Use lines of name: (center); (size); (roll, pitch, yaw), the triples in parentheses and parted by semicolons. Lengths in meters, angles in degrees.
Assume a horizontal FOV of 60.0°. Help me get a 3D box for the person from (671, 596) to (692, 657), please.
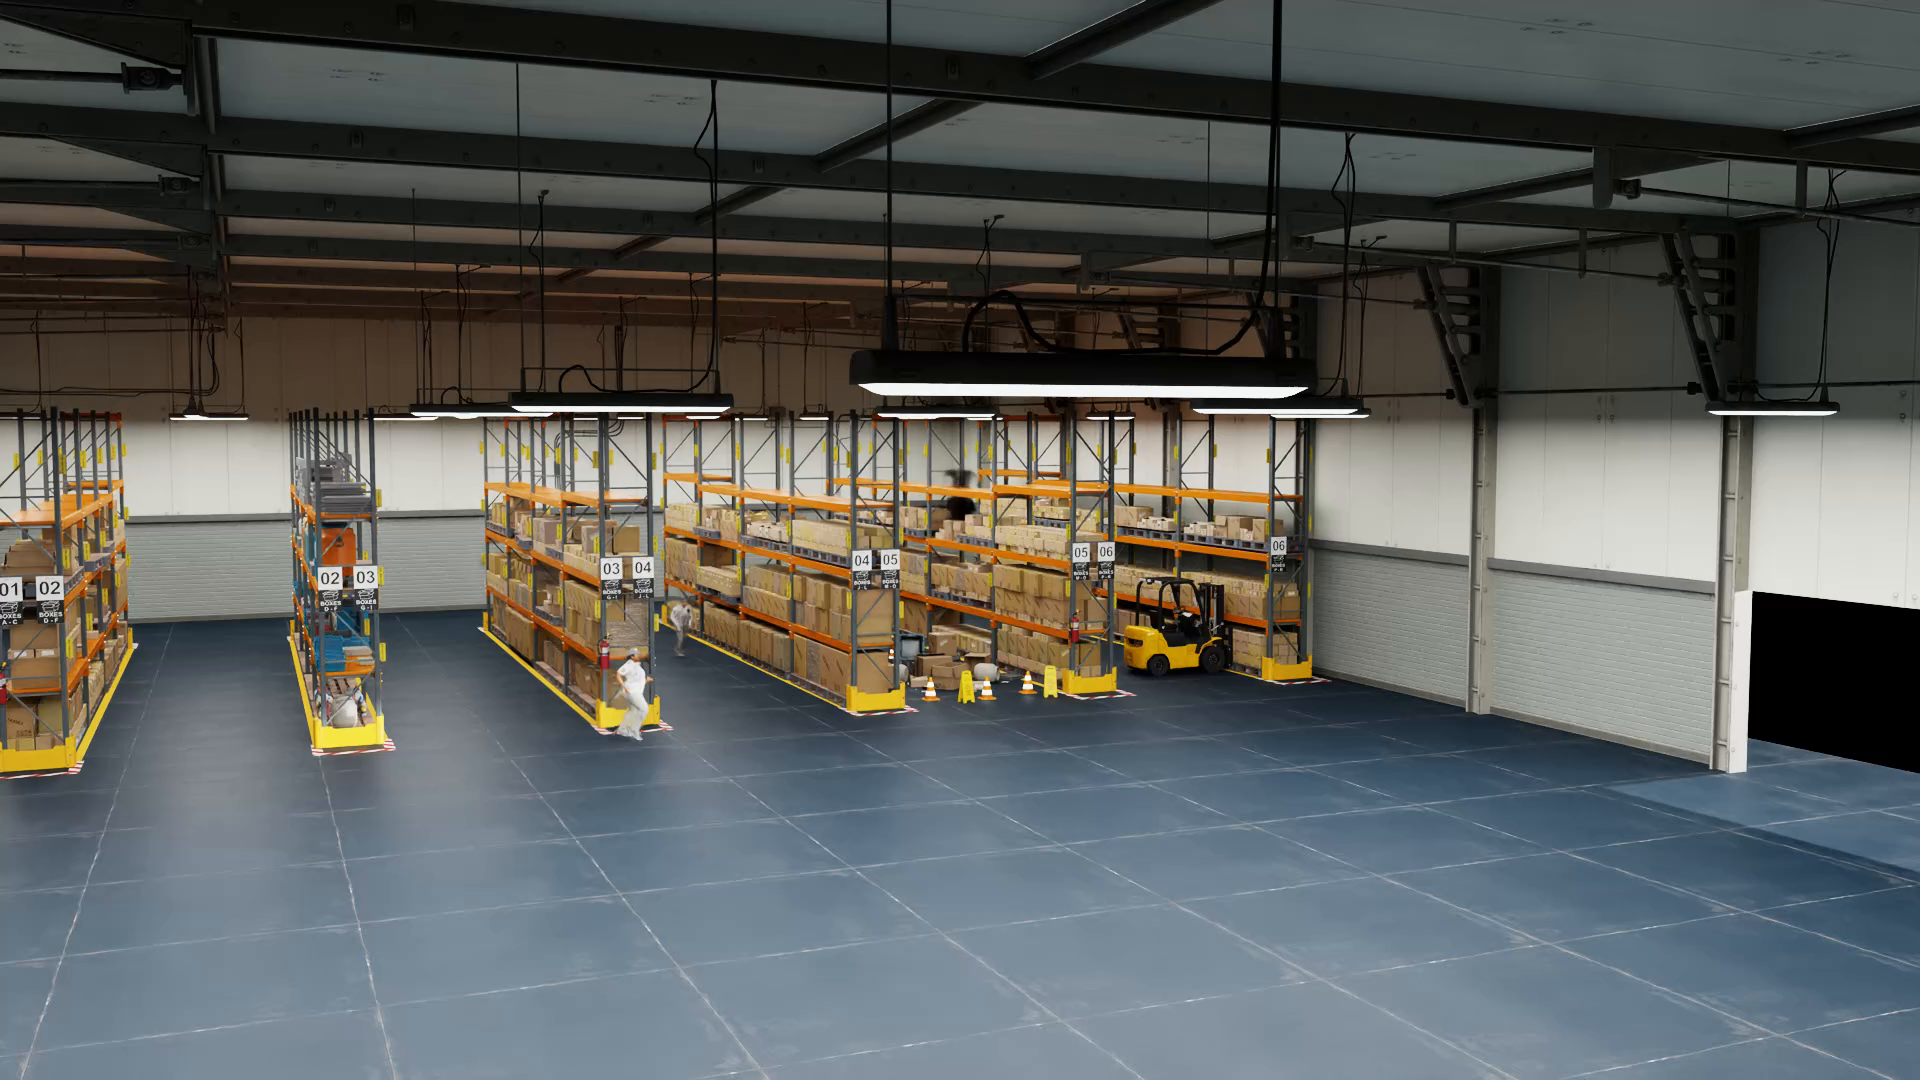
person: (-6.856, 2.106, 40.826); (0.811, 1.520, 0.623); (4, 6, 44)

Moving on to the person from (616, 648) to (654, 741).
person: (-5.896, 2.796, 30.092); (0.712, 1.697, 0.583); (0, 4, 3)
